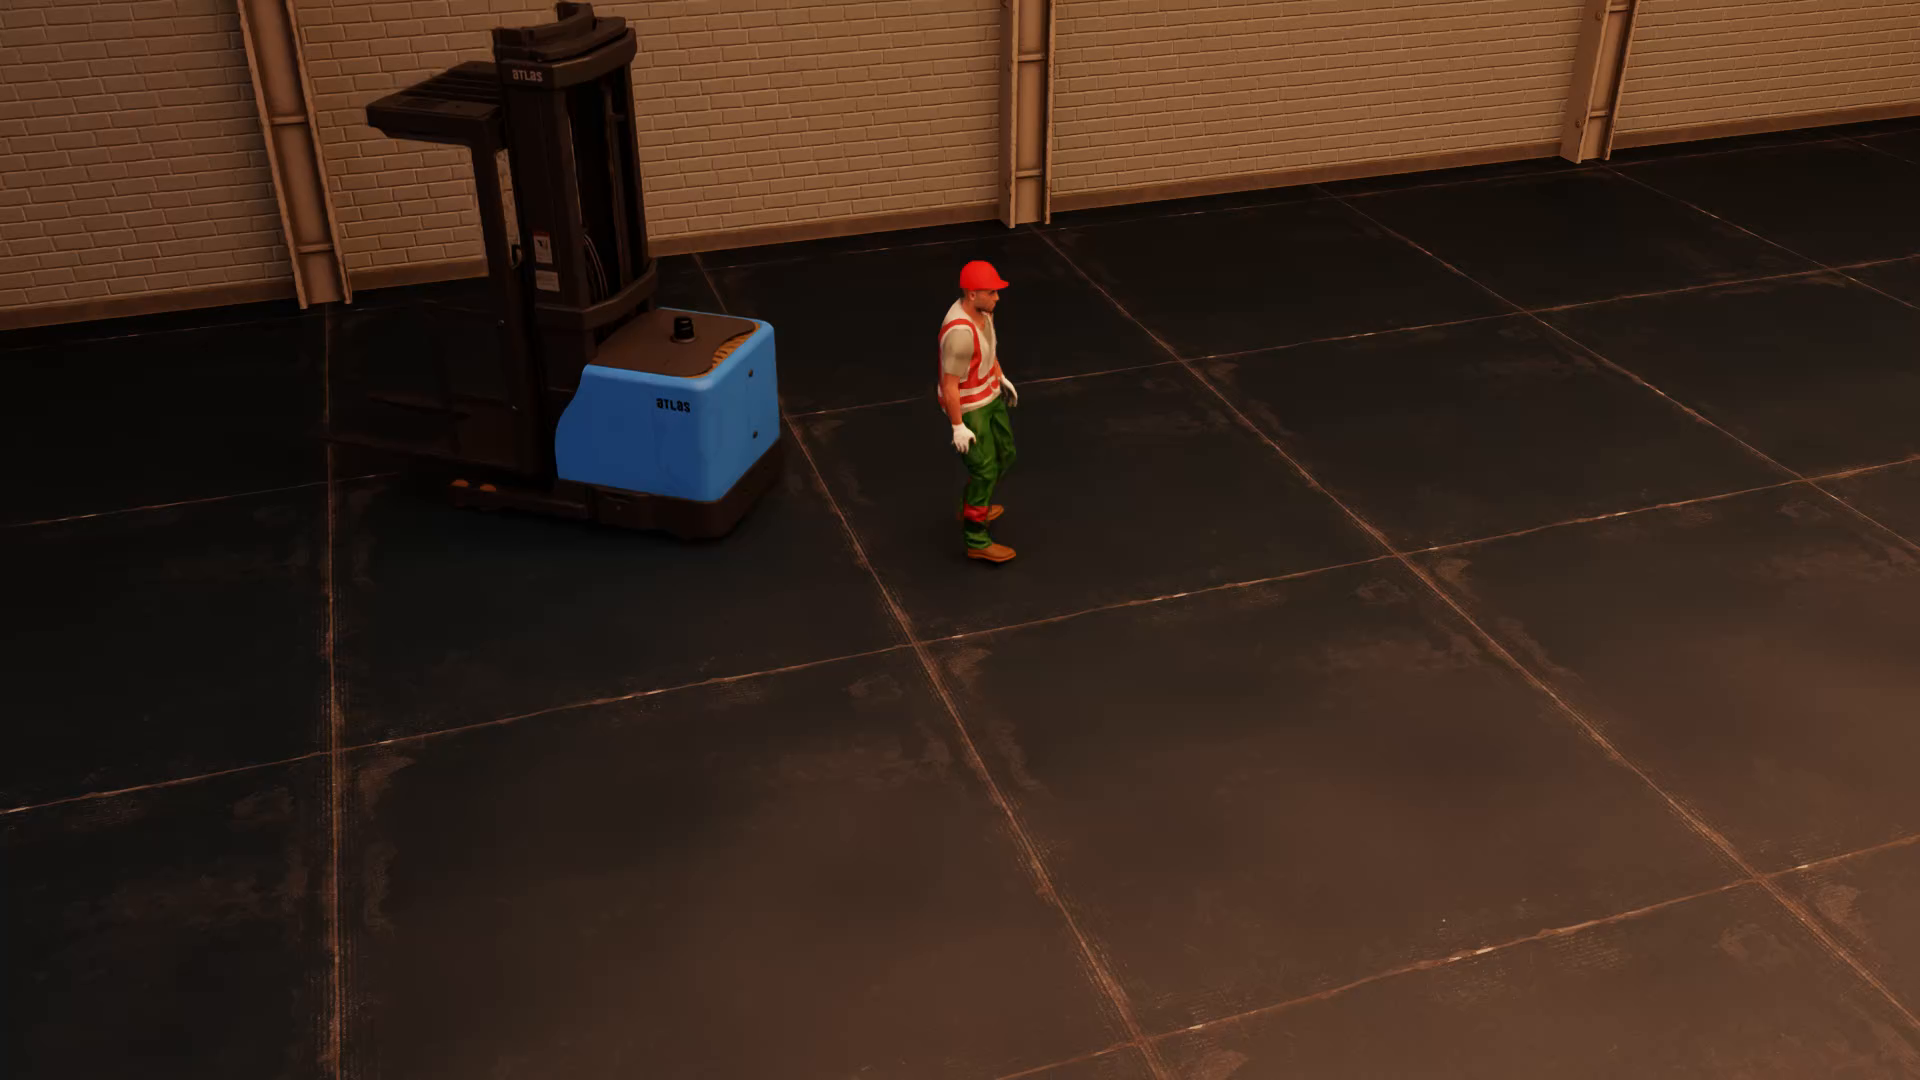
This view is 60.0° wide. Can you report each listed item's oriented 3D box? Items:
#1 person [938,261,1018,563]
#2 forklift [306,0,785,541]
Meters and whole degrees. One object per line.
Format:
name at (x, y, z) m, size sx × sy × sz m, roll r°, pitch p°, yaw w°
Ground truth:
person at (0.144, -0.765, 9.540) m, size 0.551 × 1.745 × 0.693 m, roll 12°, pitch 32°, yaw 20°
forklift at (-2.701, -1.688, 10.020) m, size 3.031 × 2.935 × 1.130 m, roll 9°, pitch 31°, yaw 16°
